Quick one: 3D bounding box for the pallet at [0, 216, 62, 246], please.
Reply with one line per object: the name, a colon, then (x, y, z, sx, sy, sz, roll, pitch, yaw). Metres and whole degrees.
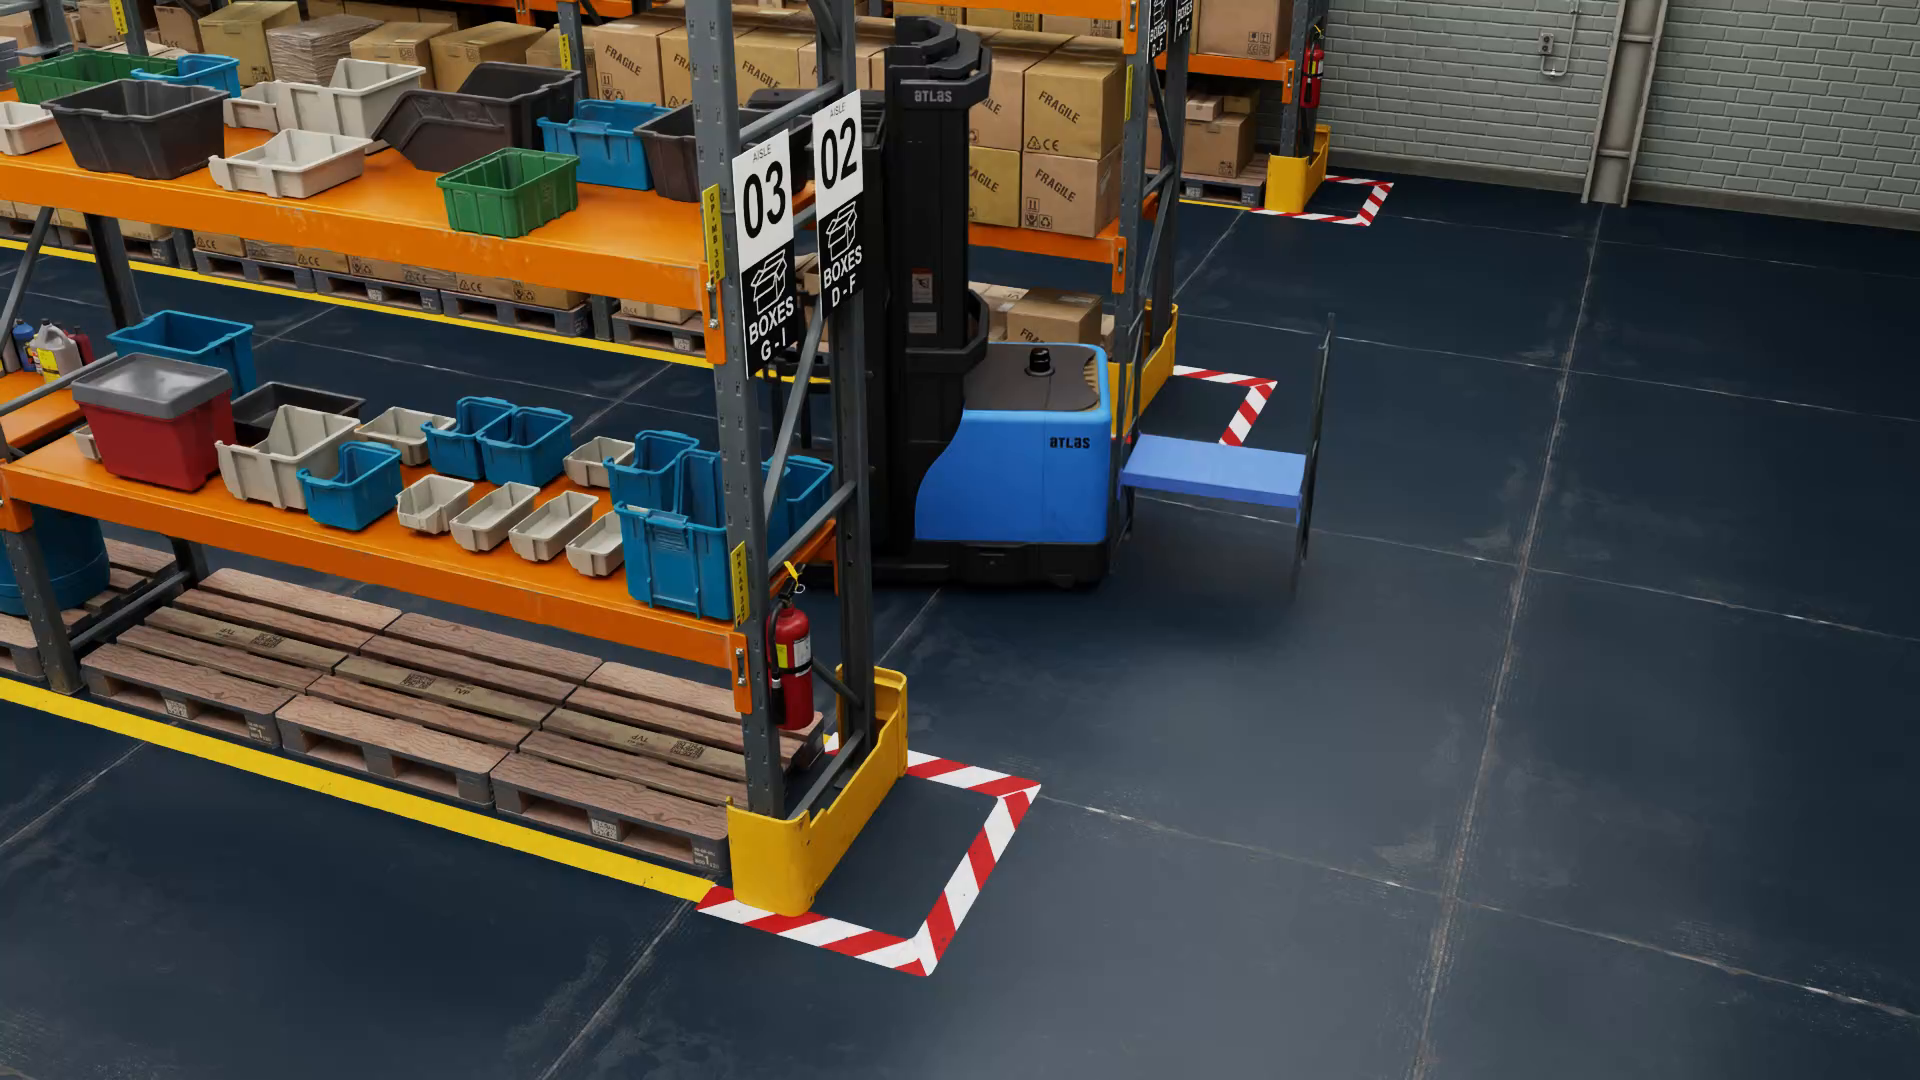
pallet: (-8.053, -2.935, 14.729, 1.213, 0.211, 1.003, 11, 31, 19)

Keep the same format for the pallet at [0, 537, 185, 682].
pallet: (-5.037, 0.297, 9.009, 1.213, 0.211, 1.003, 11, 31, 19)

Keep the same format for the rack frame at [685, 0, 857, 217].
rack frame: (-0.631, -2.627, 5.252, 0.127, 3.000, 1.000, 11, 31, 19)

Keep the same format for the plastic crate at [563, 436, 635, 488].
plastic crate: (-1.631, -0.345, 7.518, 0.298, 0.136, 0.250, 11, 31, 19)

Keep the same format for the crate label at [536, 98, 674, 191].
crate label: (-1.365, -1.574, 6.589, 0.502, 0.251, 0.408, 11, 31, 19)

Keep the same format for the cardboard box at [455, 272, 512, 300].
cardboard box: (-3.492, -2.172, 12.637, 0.500, 0.500, 0.500, 11, 31, 19)

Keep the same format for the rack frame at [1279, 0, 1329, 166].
rack frame: (3.093, -4.532, 14.720, 0.127, 3.000, 1.000, 11, 31, 19)

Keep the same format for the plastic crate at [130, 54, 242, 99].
plastic crate: (-3.374, -1.965, 7.300, 0.300, 0.233, 0.416, 11, 31, 19)

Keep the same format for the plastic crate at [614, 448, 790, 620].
plastic crate: (-1.012, -0.033, 6.663, 0.499, 0.435, 0.616, 11, 31, 19)

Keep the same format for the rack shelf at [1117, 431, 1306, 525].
rack shelf: (1.417, -0.352, 9.214, 1.000, 0.185, 0.538, 9, 31, 15)

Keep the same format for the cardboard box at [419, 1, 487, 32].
cardboard box: (-5.511, -5.685, 18.091, 0.500, 0.250, 0.500, 12, 32, 20)

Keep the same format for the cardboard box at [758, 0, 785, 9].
cardboard box: (-1.765, -5.231, 16.192, 0.250, 0.149, 0.380, 11, 31, 19)

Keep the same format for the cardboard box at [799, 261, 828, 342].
cardboard box: (-0.729, -1.772, 11.927, 0.637, 0.503, 0.797, 11, 31, 19)

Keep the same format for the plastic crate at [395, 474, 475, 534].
plastic crate: (-2.267, -0.141, 7.159, 0.250, 0.136, 0.298, 11, 31, 19)

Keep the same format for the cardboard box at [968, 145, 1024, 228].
cardboard box: (0.235, -2.369, 10.792, 0.500, 0.500, 0.500, 12, 31, 20)

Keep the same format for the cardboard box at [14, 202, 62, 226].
cardboard box: (-7.702, -2.913, 14.223, 0.500, 0.250, 0.500, 12, 32, 20)

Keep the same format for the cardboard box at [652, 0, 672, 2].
cardboard box: (-2.899, -5.520, 16.702, 0.250, 0.149, 0.380, 12, 32, 20)

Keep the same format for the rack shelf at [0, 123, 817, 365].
rack shelf: (-2.485, -1.378, 6.821, 4.000, 0.370, 1.077, 11, 31, 19)

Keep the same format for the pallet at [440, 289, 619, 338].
pallet: (-3.240, -1.932, 12.954, 1.213, 0.211, 1.003, 11, 31, 19)

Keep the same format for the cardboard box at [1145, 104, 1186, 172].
cardboard box: (1.944, -3.803, 15.544, 0.500, 0.500, 0.700, 11, 31, 19)

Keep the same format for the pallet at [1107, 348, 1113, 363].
pallet: (0.425, -1.220, 11.694, 1.213, 0.211, 1.003, 11, 31, 19)

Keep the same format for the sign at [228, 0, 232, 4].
sign: (-5.983, -4.471, 13.516, 0.005, 0.325, 0.100, 11, 31, 19)

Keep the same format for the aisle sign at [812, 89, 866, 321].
aisle sign: (-0.453, -1.269, 6.304, 0.004, 0.787, 0.394, 11, 31, 19)

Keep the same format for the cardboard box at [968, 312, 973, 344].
cardboard box: (-0.231, -1.445, 11.605, 0.500, 0.250, 0.500, 11, 31, 19)

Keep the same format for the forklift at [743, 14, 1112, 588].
forklift: (-0.678, -1.269, 9.017, 3.031, 2.935, 1.130, 1, 29, 2)

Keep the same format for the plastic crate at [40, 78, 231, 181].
plastic crate: (-3.290, -1.649, 6.703, 0.590, 0.269, 0.497, 11, 31, 19)

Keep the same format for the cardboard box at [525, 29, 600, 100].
cardboard box: (-2.827, -3.429, 12.239, 0.500, 0.500, 0.700, 1, 30, 2)

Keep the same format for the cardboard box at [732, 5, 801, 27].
cardboard box: (-1.430, -3.422, 11.639, 0.500, 0.500, 0.500, 11, 31, 18)

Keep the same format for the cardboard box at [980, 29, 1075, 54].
cardboard box: (0.435, -3.047, 10.975, 0.500, 0.500, 0.500, 12, 31, 20)

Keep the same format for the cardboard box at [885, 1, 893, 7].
cardboard box: (-0.849, -5.324, 16.356, 0.250, 0.149, 0.380, 10, 31, 17)

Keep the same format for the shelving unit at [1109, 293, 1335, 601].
shelving unit: (1.417, -0.508, 9.125, 1.048, 1.500, 0.538, 9, 31, 15)

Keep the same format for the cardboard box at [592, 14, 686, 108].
cardboard box: (-2.141, -3.276, 11.380, 0.500, 0.500, 0.500, 12, 32, 20)

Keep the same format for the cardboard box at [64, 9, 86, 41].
cardboard box: (-10.597, -6.239, 20.024, 0.500, 0.311, 0.500, 14, 32, 23)

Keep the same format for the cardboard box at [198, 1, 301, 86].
cardboard box: (-5.553, -3.914, 13.098, 0.500, 0.500, 0.700, 1, 30, 2)

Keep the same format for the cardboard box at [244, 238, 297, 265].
cardboard box: (-5.377, -2.547, 13.301, 0.500, 0.500, 0.500, 10, 31, 17)

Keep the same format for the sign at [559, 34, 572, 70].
sign: (-2.677, -3.263, 11.298, 0.005, 0.325, 0.100, 11, 31, 19)

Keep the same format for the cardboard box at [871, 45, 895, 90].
cardboard box: (-0.232, -2.895, 10.706, 0.500, 0.500, 0.500, 12, 32, 20)

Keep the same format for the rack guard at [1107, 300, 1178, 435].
rack guard: (1.164, -1.199, 11.362, 0.348, 0.500, 1.175, 11, 31, 19)

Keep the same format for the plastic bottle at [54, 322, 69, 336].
plastic bottle: (-4.641, -0.991, 8.574, 0.133, 0.283, 0.061, 11, 31, 19)

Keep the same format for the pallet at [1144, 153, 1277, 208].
pallet: (2.323, -3.430, 15.605, 1.213, 0.211, 1.003, 11, 31, 19)

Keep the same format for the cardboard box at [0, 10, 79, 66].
cardboard box: (-7.740, -4.099, 13.852, 0.500, 0.500, 0.500, 10, 31, 16)

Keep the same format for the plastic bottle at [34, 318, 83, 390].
plastic bottle: (-4.580, -0.954, 8.439, 0.185, 0.351, 0.144, 11, 31, 19)

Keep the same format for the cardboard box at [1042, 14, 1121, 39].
cardboard box: (1.236, -5.027, 15.291, 0.700, 0.700, 0.980, 10, 31, 17)

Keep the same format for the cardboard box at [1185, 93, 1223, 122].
cardboard box: (2.220, -3.934, 15.115, 0.250, 0.149, 0.380, 11, 31, 19)

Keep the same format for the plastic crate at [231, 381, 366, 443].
plastic crate: (-3.200, -0.577, 7.940, 0.590, 0.125, 0.437, 11, 31, 19)

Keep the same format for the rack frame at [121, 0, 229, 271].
rack frame: (-6.179, -3.753, 13.341, 0.127, 3.000, 1.000, 11, 31, 19)
